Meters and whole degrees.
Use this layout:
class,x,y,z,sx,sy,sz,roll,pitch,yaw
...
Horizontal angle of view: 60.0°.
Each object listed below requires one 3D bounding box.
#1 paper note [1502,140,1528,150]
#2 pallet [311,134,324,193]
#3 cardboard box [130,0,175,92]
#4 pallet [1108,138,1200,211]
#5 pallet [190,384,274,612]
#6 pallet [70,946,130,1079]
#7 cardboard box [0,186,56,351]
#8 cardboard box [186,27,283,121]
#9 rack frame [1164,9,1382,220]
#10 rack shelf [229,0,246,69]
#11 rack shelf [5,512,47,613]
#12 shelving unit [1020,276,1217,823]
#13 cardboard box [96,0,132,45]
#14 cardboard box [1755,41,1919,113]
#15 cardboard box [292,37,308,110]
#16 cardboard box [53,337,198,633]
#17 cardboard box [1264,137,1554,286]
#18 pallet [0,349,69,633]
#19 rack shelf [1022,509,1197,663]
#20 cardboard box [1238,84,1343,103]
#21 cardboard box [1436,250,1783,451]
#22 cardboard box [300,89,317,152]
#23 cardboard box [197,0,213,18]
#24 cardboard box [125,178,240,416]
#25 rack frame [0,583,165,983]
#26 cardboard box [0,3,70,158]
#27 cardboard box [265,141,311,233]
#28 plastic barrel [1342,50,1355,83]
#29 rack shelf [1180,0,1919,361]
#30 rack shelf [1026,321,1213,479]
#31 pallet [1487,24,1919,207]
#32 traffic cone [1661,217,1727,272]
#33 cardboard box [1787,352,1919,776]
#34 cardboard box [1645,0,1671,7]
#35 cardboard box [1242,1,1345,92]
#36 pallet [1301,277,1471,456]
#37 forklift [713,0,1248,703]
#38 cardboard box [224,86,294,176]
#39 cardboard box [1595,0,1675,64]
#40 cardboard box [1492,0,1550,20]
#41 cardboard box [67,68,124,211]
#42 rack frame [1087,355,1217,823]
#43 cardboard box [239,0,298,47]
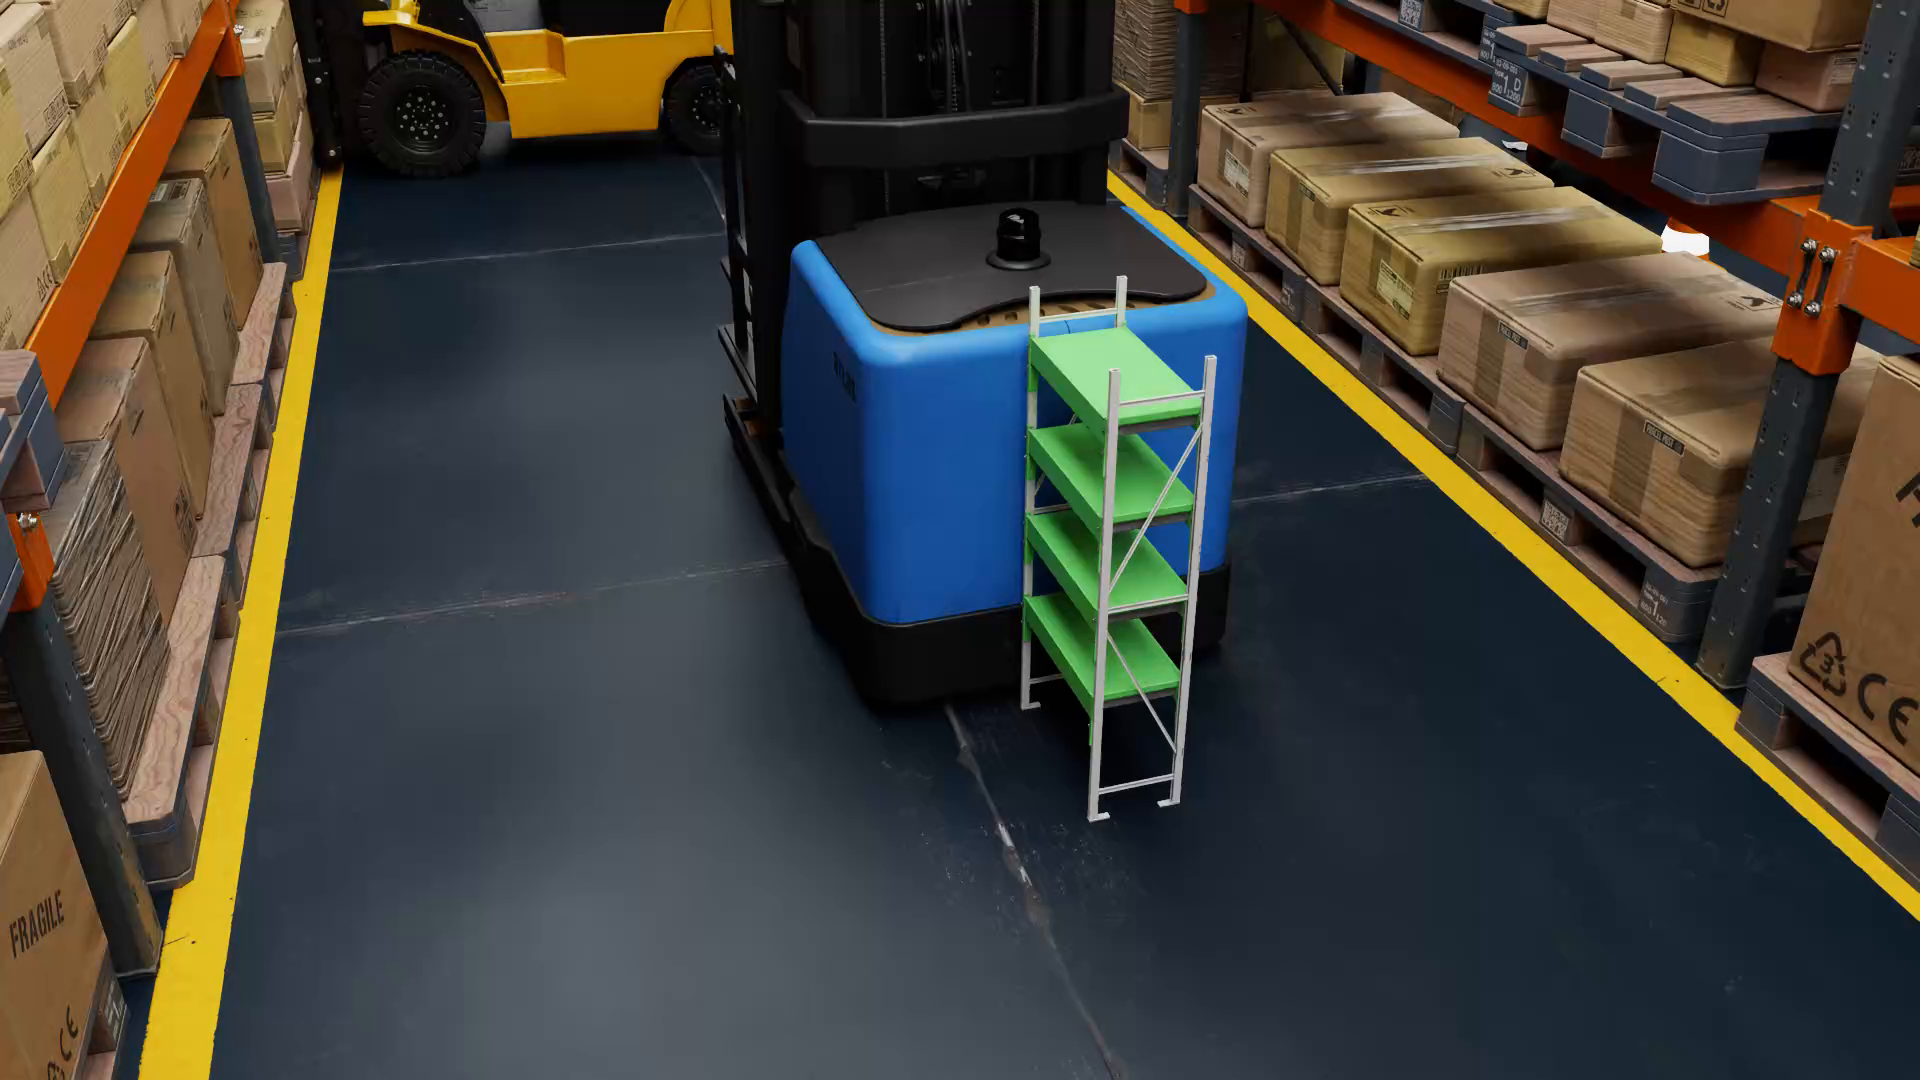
class,x,y,z,sx,sy,sz,roll,pitch,yaw
paper note,2.983,-2.107,8.859,0.148,0.019,0.142,-8,31,-13
pallet,-3.804,-2.020,8.529,1.003,0.211,1.213,-8,31,-13
cardboard box,-2.679,-1.487,4.975,0.500,0.250,0.500,-8,31,-13
pallet,1.267,-2.022,8.532,1.003,0.211,1.213,-8,31,-13
pallet,-2.745,-0.099,5.211,1.003,0.211,1.213,-8,31,-13
pallet,-2.082,1.257,2.867,1.003,0.211,1.213,-8,31,-13
cardboard box,-2.126,-0.497,3.264,0.500,0.250,0.500,-8,31,-13
cardboard box,-3.132,-1.947,6.947,0.500,0.250,0.500,-8,31,-14
rack frame,1.479,-2.909,7.281,1.000,3.000,0.127,-8,31,-13
rack shelf,-3.837,-2.902,7.987,1.077,0.370,4.000,-8,31,-13
rack shelf,-1.713,0.962,1.311,1.077,0.370,4.000,-8,31,-13
shelving unit,0.353,0.032,3.997,0.258,1.200,0.503,-9,31,-15
cardboard box,-2.539,-1.454,4.418,0.500,0.250,0.500,-7,31,-13
cardboard box,2.227,-1.177,4.121,0.380,0.149,0.250,-7,31,-11
cardboard box,-3.394,-2.217,7.913,0.500,0.250,0.500,-8,31,-14
cardboard box,-2.577,-0.087,4.357,0.875,0.625,0.625,-7,31,-12
cardboard box,1.815,-1.353,6.798,0.950,0.372,0.625,-6,31,-10
pallet,-1.996,0.086,2.299,1.213,0.211,1.003,-8,31,-13
rack shelf,0.353,0.087,4.029,0.258,0.148,0.480,-9,31,-15
cardboard box,1.583,-2.221,8.419,0.500,0.250,0.500,-9,31,-16
cardboard box,2.197,-0.651,5.584,0.950,0.372,0.625,-8,31,-14
cardboard box,-3.416,-2.006,8.046,0.500,0.250,0.500,-7,31,-12
cardboard box,-2.920,-1.973,5.815,0.500,0.250,0.500,-7,31,-12
cardboard box,-2.958,-0.775,5.545,0.875,0.625,0.625,-8,31,-14
rack frame,-2.244,-0.315,2.800,1.000,3.000,0.127,-8,31,-13
cardboard box,-2.258,-0.955,3.557,0.500,0.250,0.500,-7,31,-12
cardboard box,-3.115,-1.516,7.201,0.500,0.250,0.500,-8,31,-13
plastic barrel,2.425,-2.929,9.888,0.512,0.421,0.421,13,32,21
rack shelf,2.010,-1.631,5.792,1.077,0.370,4.000,-8,31,-13
rack shelf,0.353,-0.328,3.789,0.258,0.148,0.480,-9,31,-15
pallet,2.249,-1.224,4.562,1.213,0.211,1.003,-8,31,-13
traffic cone,3.158,-1.398,7.203,0.336,0.463,0.334,-8,31,-13
cardboard box,2.644,0.106,3.775,0.875,0.875,0.875,-8,31,-14
cardboard box,2.004,-1.761,4.483,0.500,0.500,0.500,-8,31,-14
cardboard box,1.583,-2.546,8.231,0.500,0.500,0.500,-6,31,-11
pallet,2.014,-0.736,6.310,1.003,0.211,1.213,-8,31,-13
forklift,-0.191,-1.567,5.031,1.130,2.935,3.031,-9,31,-15
cardboard box,-3.136,-1.730,7.071,0.500,0.250,0.500,-8,31,-14
cardboard box,1.976,-1.412,4.528,0.380,0.149,0.250,-8,31,-14
cardboard box,1.830,-1.666,4.966,0.380,0.149,0.250,-7,31,-12
cardboard box,-2.398,-0.988,4.113,0.500,0.250,0.500,-9,31,-15
rack frame,0.428,0.148,3.796,0.240,1.200,0.015,-9,31,-15
cardboard box,-3.401,-2.434,7.788,0.500,0.250,0.500,-7,31,-12
